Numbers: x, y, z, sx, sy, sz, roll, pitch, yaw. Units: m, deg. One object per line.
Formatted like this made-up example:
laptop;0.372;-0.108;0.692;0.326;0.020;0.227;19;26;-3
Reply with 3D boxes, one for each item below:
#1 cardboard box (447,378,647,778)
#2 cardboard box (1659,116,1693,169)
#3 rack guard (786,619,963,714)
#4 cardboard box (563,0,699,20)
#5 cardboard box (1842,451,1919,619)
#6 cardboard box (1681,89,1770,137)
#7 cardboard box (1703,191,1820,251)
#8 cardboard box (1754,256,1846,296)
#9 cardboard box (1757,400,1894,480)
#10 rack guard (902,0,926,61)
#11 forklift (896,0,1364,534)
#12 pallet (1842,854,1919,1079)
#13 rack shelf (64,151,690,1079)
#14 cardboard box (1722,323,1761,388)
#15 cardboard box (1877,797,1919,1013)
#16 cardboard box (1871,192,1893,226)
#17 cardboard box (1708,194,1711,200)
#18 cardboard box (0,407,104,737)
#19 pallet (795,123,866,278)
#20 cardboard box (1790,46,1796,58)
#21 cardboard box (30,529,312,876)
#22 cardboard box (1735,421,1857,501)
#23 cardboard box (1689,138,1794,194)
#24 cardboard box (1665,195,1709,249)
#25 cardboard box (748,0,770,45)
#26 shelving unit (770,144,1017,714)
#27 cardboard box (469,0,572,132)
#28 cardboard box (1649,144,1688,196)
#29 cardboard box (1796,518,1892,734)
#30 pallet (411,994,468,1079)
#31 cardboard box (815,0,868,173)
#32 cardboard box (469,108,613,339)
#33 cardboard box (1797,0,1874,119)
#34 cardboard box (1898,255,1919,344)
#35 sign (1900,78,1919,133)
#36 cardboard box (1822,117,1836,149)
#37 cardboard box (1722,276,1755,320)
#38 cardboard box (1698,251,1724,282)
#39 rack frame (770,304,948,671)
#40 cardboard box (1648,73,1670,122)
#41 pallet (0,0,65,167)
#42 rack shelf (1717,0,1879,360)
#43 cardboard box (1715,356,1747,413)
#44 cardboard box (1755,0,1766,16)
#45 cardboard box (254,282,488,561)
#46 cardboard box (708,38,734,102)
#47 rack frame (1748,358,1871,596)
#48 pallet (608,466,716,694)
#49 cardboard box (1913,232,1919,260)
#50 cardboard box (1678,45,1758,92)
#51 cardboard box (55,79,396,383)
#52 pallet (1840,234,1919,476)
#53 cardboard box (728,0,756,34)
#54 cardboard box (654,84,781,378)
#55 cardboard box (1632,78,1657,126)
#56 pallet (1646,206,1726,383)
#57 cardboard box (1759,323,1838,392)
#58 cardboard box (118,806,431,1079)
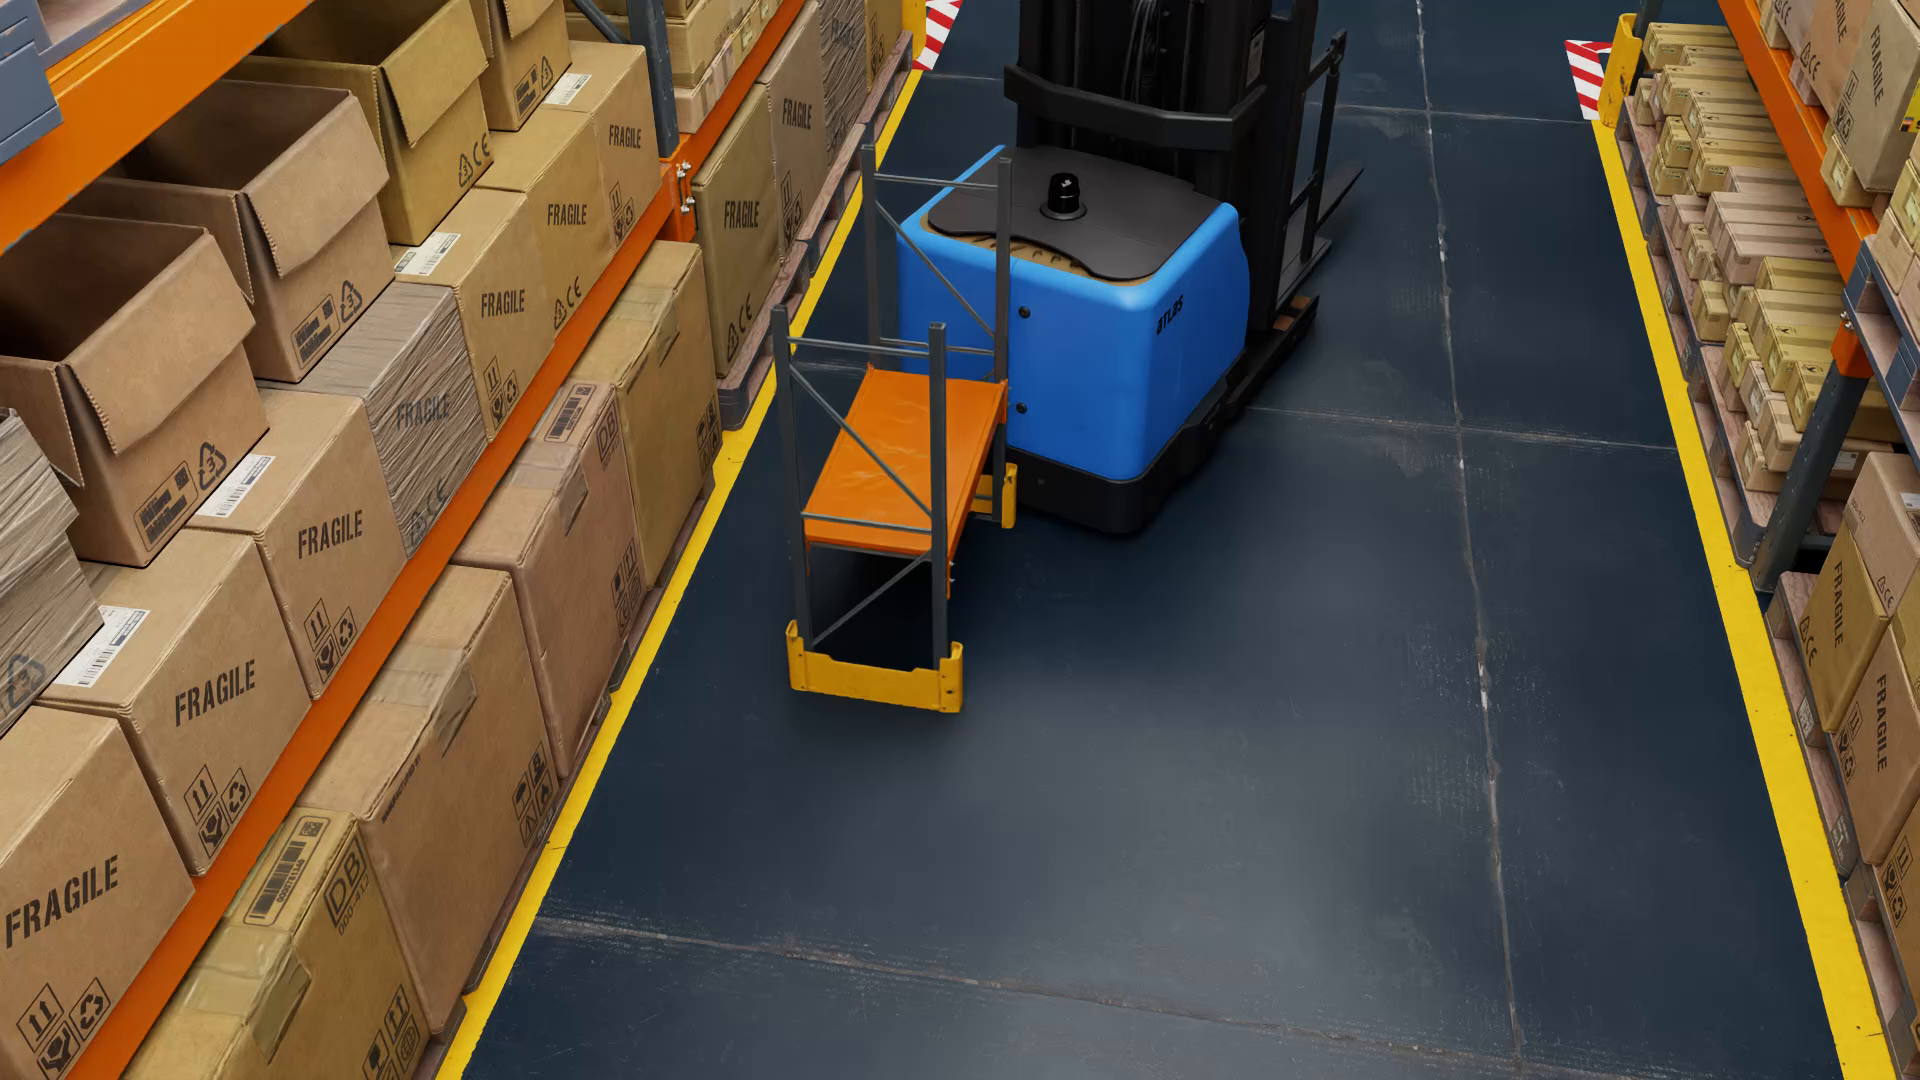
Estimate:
cardboard box;-1.735;0.064;5.156;1.225;0.875;0.875;5;40;6
cardboard box;3.517;-1.857;7.816;0.380;0.149;0.250;8;40;9
rack guard;-0.283;0.422;5.543;0.587;0.250;0.087;8;40;9
cardboard box;-1.156;-2.176;5.823;0.500;0.500;0.500;6;40;8
cardboard box;2.989;0.000;4.940;0.500;0.250;0.500;5;40;6
cardboard box;3.584;-1.964;7.712;0.380;0.149;0.250;5;40;5
cardboard box;3.336;-1.318;6.931;0.380;0.149;0.250;5;40;6
cardboard box;3.346;-0.968;6.507;0.380;0.149;0.250;8;40;9
cardboard box;3.119;-0.358;6.003;0.380;0.149;0.250;7;40;9
rack guard;-0.794;-3.120;9.631;1.175;0.500;0.348;6;40;8
forklift;0.927;-2.073;6.458;1.130;2.935;3.031;20;44;23
pallet;3.035;1.384;4.410;1.003;0.211;1.213;6;40;8
rack shelf;-1.836;-0.025;4.491;1.077;0.370;4.000;6;40;8
cardboard box;3.182;-0.699;6.416;0.380;0.149;0.250;5;40;6
cardboard box;2.821;0.951;4.378;0.500;0.500;0.500;7;40;8
cardboard box;3.196;-1.056;5.370;0.380;0.149;0.250;6;40;7
cardboard box;3.558;-1.505;7.391;0.380;0.149;0.250;8;40;10
cardboard box;-2.040;0.070;2.945;0.797;0.503;0.637;8;40;9
pallet;-1.073;-1.719;8.164;1.003;0.211;1.213;6;40;8
cardboard box;3.422;-1.877;6.364;0.380;0.149;0.250;6;40;7
cardboard box;-1.743;0.315;3.436;0.500;0.500;0.500;5;40;6
cardboard box;3.110;-0.294;6.159;0.380;0.149;0.250;7;40;8
cardboard box;3.436;-1.631;7.309;0.380;0.149;0.250;7;40;8
cardboard box;3.432;-1.432;7.535;0.380;0.149;0.250;5;40;6
cardboard box;-0.977;-2.105;6.639;0.380;0.149;0.250;5;40;6
shelving unit;-0.181;-0.370;5.521;0.587;1.500;1.083;8;40;9
cardboard box;-1.593;-1.581;4.942;0.797;0.503;0.637;5;40;7
cardboard box;3.511;-1.749;7.919;0.380;0.149;0.250;7;40;8
cardboard box;2.988;0.289;5.179;0.500;0.500;0.500;8;40;9
pallet;-1.972;1.541;4.221;1.003;0.211;1.213;6;40;8
cardboard box;-0.987;-2.429;8.172;0.875;0.875;0.875;6;40;8
cardboard box;-1.395;-0.963;4.982;0.500;0.500;0.500;8;40;9
cardboard box;3.274;-1.761;5.714;0.500;0.500;0.500;5;40;6
cardboard box;2.814;-0.641;4.539;0.380;0.149;0.250;7;40;8
sign;2.842;-1.336;4.832;0.100;0.325;0.005;6;40;8
cardboard box;3.239;-1.390;5.775;0.380;0.149;0.250;8;40;9
cardboard box;3.347;-1.008;6.789;0.380;0.149;0.250;7;40;9
cardboard box;3.400;-1.100;7.134;0.380;0.149;0.250;7;40;9
rack frame;-0.287;-0.047;5.130;0.500;1.500;0.032;8;40;9
cardboard box;3.623;-2.169;8.194;0.380;0.149;0.250;6;40;7
pallet;-2.123;-0.541;2.344;1.213;0.211;1.003;8;40;10
rack shelf;3.724;-1.925;6.789;1.077;0.370;4.000;6;40;8
cardboard box;3.219;-0.621;6.555;0.380;0.149;0.250;5;40;6
cardboard box;3.471;-2.209;6.765;0.380;0.149;0.250;8;40;9
cardboard box;-1.570;-0.320;4.205;0.500;0.500;0.500;7;40;8
cardboard box;-1.066;-1.775;6.240;0.380;0.149;0.250;5;40;6
rack frame;3.377;-0.947;5.042;1.000;3.000;0.127;6;40;8
pallet;-1.550;0.010;6.073;1.003;0.211;1.213;6;40;8
cardboard box;2.813;-0.768;4.459;0.380;0.149;0.250;6;40;7
cardboard box;3.715;-2.272;8.085;0.380;0.149;0.250;7;40;8
cardboard box;-1.815;-0.760;3.949;0.797;0.503;0.637;8;40;9
pallet;3.102;-0.410;4.542;1.003;0.211;1.213;6;40;8
cardboard box;-1.060;-2.192;6.432;0.500;0.250;0.500;6;40;7
cardboard box;-1.297;-1.306;6.813;0.875;0.875;0.875;6;40;8
cardboard box;3.664;-2.227;8.498;0.380;0.149;0.250;7;40;9
pallet;3.668;-1.066;7.374;1.003;0.211;1.213;6;40;8
cardboard box;3.188;-0.656;6.131;0.380;0.149;0.250;7;40;8
cardboard box;-2.042;1.179;3.808;1.225;0.875;0.875;5;40;6
